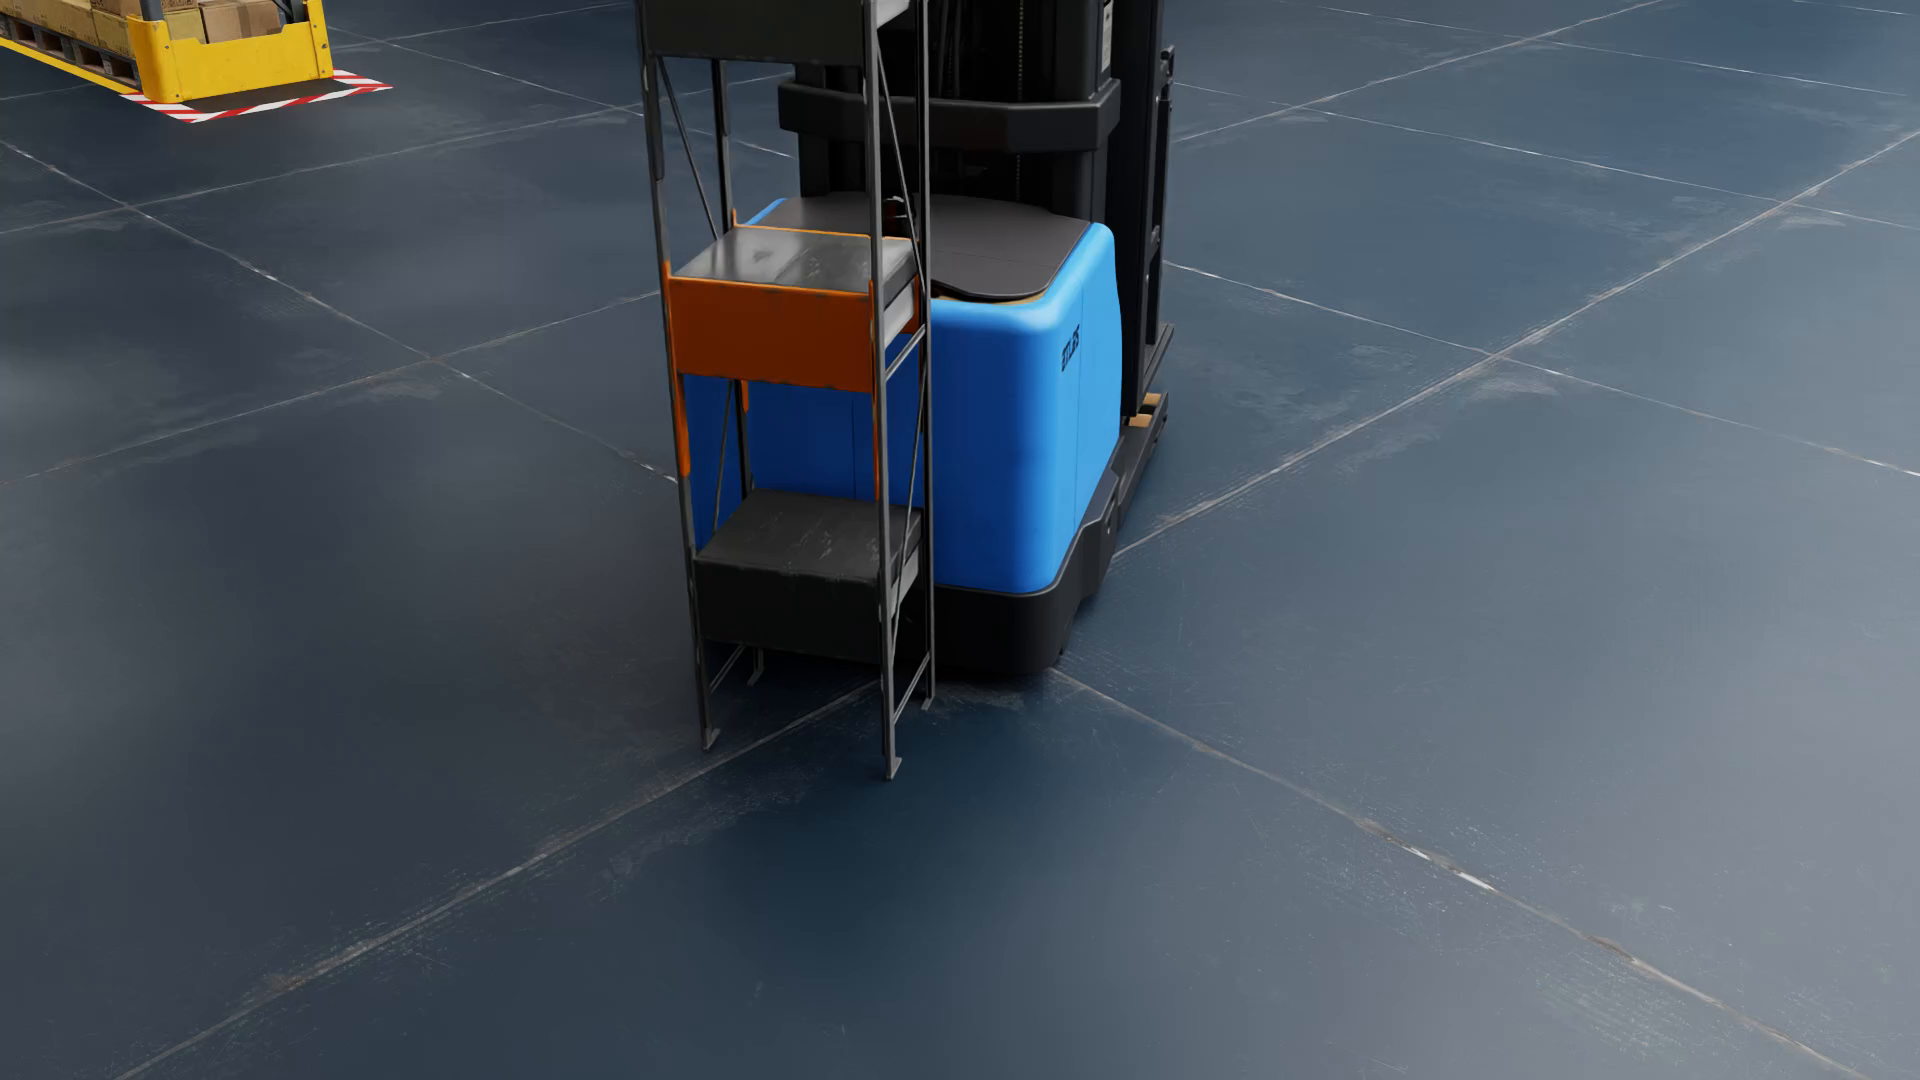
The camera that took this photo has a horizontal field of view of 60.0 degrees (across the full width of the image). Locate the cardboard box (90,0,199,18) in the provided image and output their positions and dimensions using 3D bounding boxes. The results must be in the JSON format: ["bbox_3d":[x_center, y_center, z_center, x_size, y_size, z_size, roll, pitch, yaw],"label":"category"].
[{"bbox_3d":[-5.330,-3.699,10.759,0.500,0.500,0.500,25,36,38],"label":"cardboard box"}]

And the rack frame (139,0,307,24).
[{"bbox_3d":[-4.739,-4.322,10.247,0.127,3.000,1.000,25,36,38],"label":"rack frame"}]

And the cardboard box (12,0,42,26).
[{"bbox_3d":[-6.406,-3.853,11.859,0.500,0.250,0.500,25,36,38],"label":"cardboard box"}]

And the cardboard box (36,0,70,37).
[{"bbox_3d":[-6.051,-3.690,11.547,0.500,0.250,0.500,25,36,38],"label":"cardboard box"}]

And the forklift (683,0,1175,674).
[{"bbox_3d":[0.121,-1.608,5.160,1.130,2.935,3.031,7,29,13],"label":"forklift"}]

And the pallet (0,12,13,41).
[{"bbox_3d":[-7.053,-4.120,12.858,1.213,0.211,1.003,25,36,38],"label":"pallet"}]

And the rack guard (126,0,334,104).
[{"bbox_3d":[-4.722,-3.208,10.814,0.348,0.500,1.175,25,36,38],"label":"rack guard"}]

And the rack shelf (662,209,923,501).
[{"bbox_3d":[-0.363,-0.438,3.852,0.480,0.518,0.431,7,29,13],"label":"rack shelf"}]

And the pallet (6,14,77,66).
[{"bbox_3d":[-6.179,-3.722,12.101,1.213,0.211,1.003,25,36,38],"label":"pallet"}]

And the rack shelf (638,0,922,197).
[{"bbox_3d":[-0.365,-1.055,3.522,0.480,0.518,0.431,7,29,13],"label":"rack shelf"}]

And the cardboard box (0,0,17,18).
[{"bbox_3d":[-6.767,-4.015,12.165,0.500,0.250,0.500,25,36,38],"label":"cardboard box"}]

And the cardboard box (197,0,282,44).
[{"bbox_3d":[-4.965,-3.540,11.262,0.500,0.250,0.500,25,36,38],"label":"cardboard box"}]

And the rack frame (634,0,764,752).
[{"bbox_3d":[-0.599,-0.479,3.902,0.015,2.100,0.400,7,29,13],"label":"rack frame"}]

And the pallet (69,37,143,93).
[{"bbox_3d":[-5.314,-3.324,11.344,1.213,0.211,1.003,25,36,38],"label":"pallet"}]

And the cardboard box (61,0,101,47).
[{"bbox_3d":[-5.693,-3.527,11.238,0.500,0.250,0.500,25,36,38],"label":"cardboard box"}]

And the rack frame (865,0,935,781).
[{"bbox_3d":[-0.127,-0.421,3.790,0.015,2.100,0.400,7,29,13],"label":"rack frame"}]

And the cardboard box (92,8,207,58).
[{"bbox_3d":[-5.328,-3.368,10.935,0.500,0.250,0.500,25,36,38],"label":"cardboard box"}]

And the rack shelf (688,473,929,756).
[{"bbox_3d":[-0.362,0.179,4.183,0.480,0.518,0.431,7,29,13],"label":"rack shelf"}]

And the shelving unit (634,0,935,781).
[{"bbox_3d":[-0.363,-0.450,3.846,0.503,2.100,0.431,7,29,13],"label":"shelving unit"}]
